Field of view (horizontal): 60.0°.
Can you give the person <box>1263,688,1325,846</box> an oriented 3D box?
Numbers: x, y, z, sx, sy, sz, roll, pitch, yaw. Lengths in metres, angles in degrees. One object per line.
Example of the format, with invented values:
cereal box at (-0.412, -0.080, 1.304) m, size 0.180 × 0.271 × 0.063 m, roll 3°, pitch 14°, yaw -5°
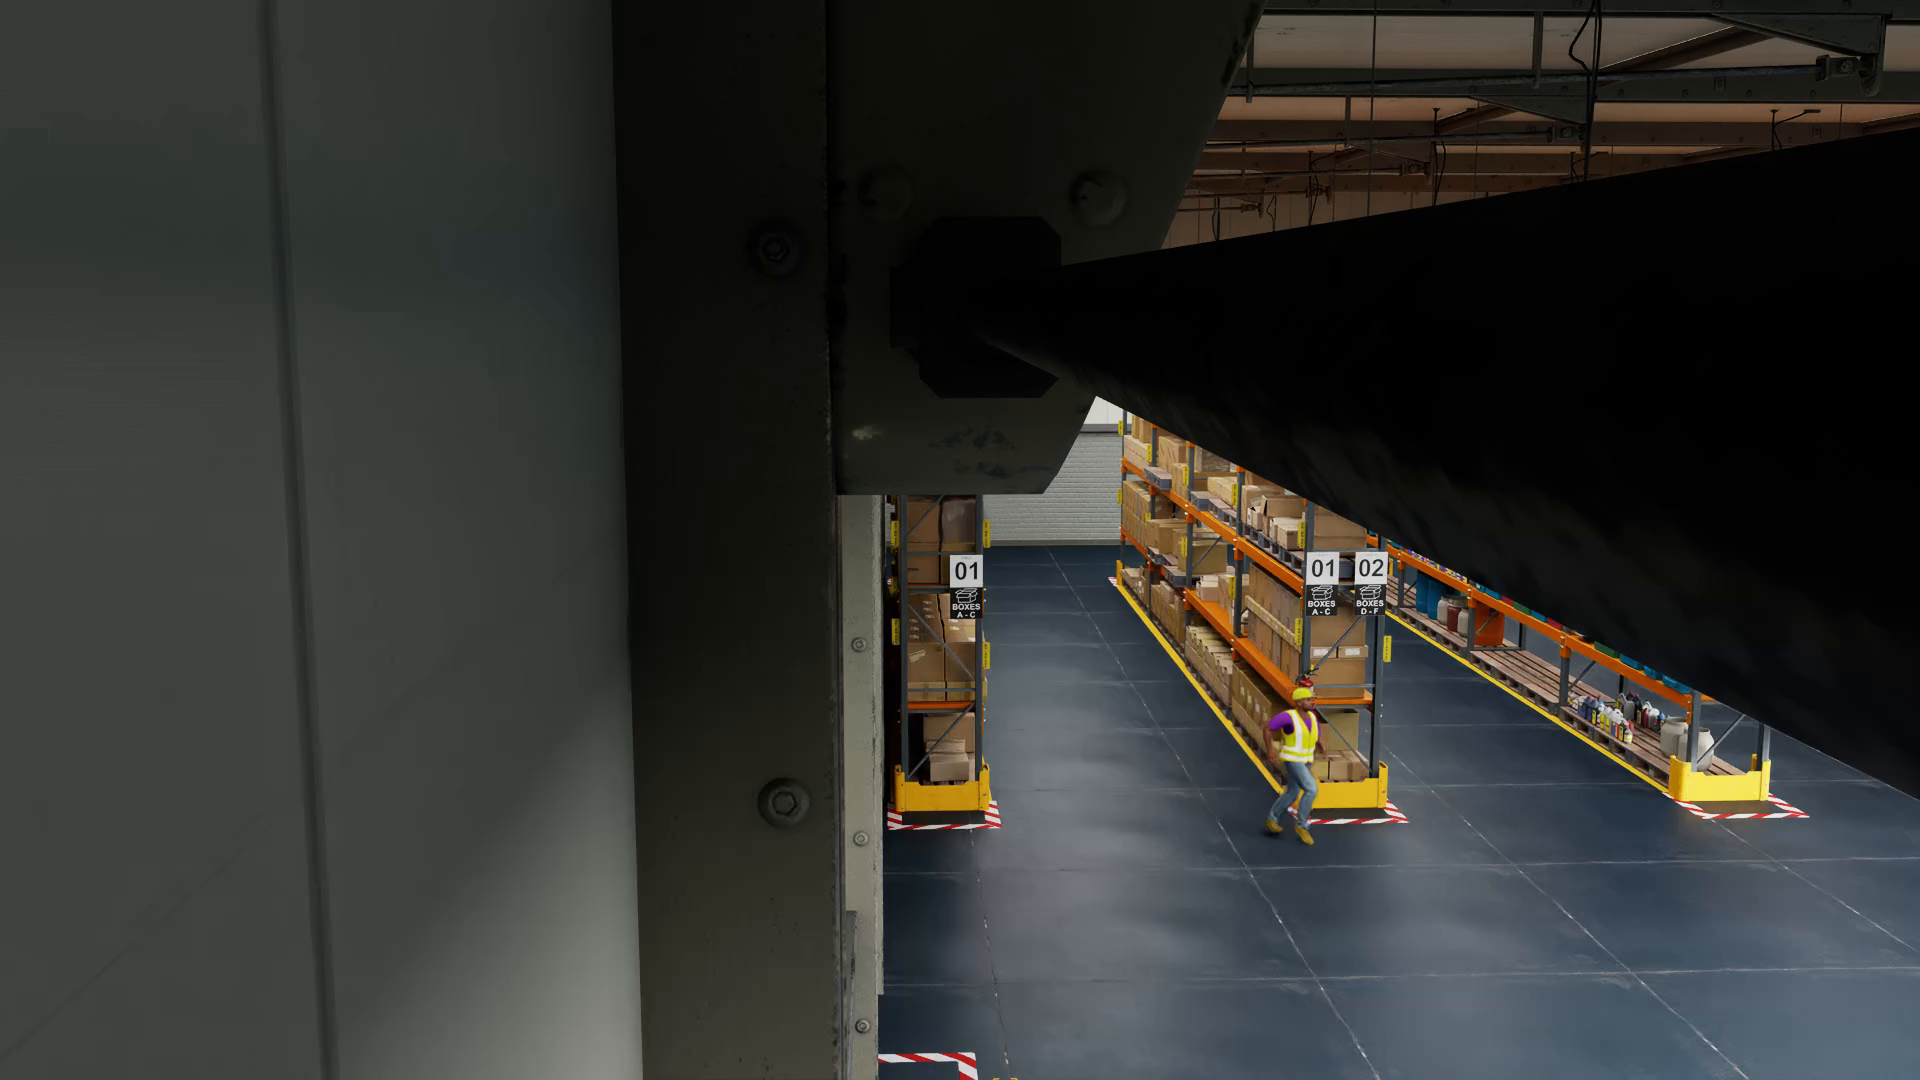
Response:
person at (3.981, 2.604, 19.477) m, size 0.713 × 1.747 × 0.737 m, roll -8°, pitch 12°, yaw -43°
